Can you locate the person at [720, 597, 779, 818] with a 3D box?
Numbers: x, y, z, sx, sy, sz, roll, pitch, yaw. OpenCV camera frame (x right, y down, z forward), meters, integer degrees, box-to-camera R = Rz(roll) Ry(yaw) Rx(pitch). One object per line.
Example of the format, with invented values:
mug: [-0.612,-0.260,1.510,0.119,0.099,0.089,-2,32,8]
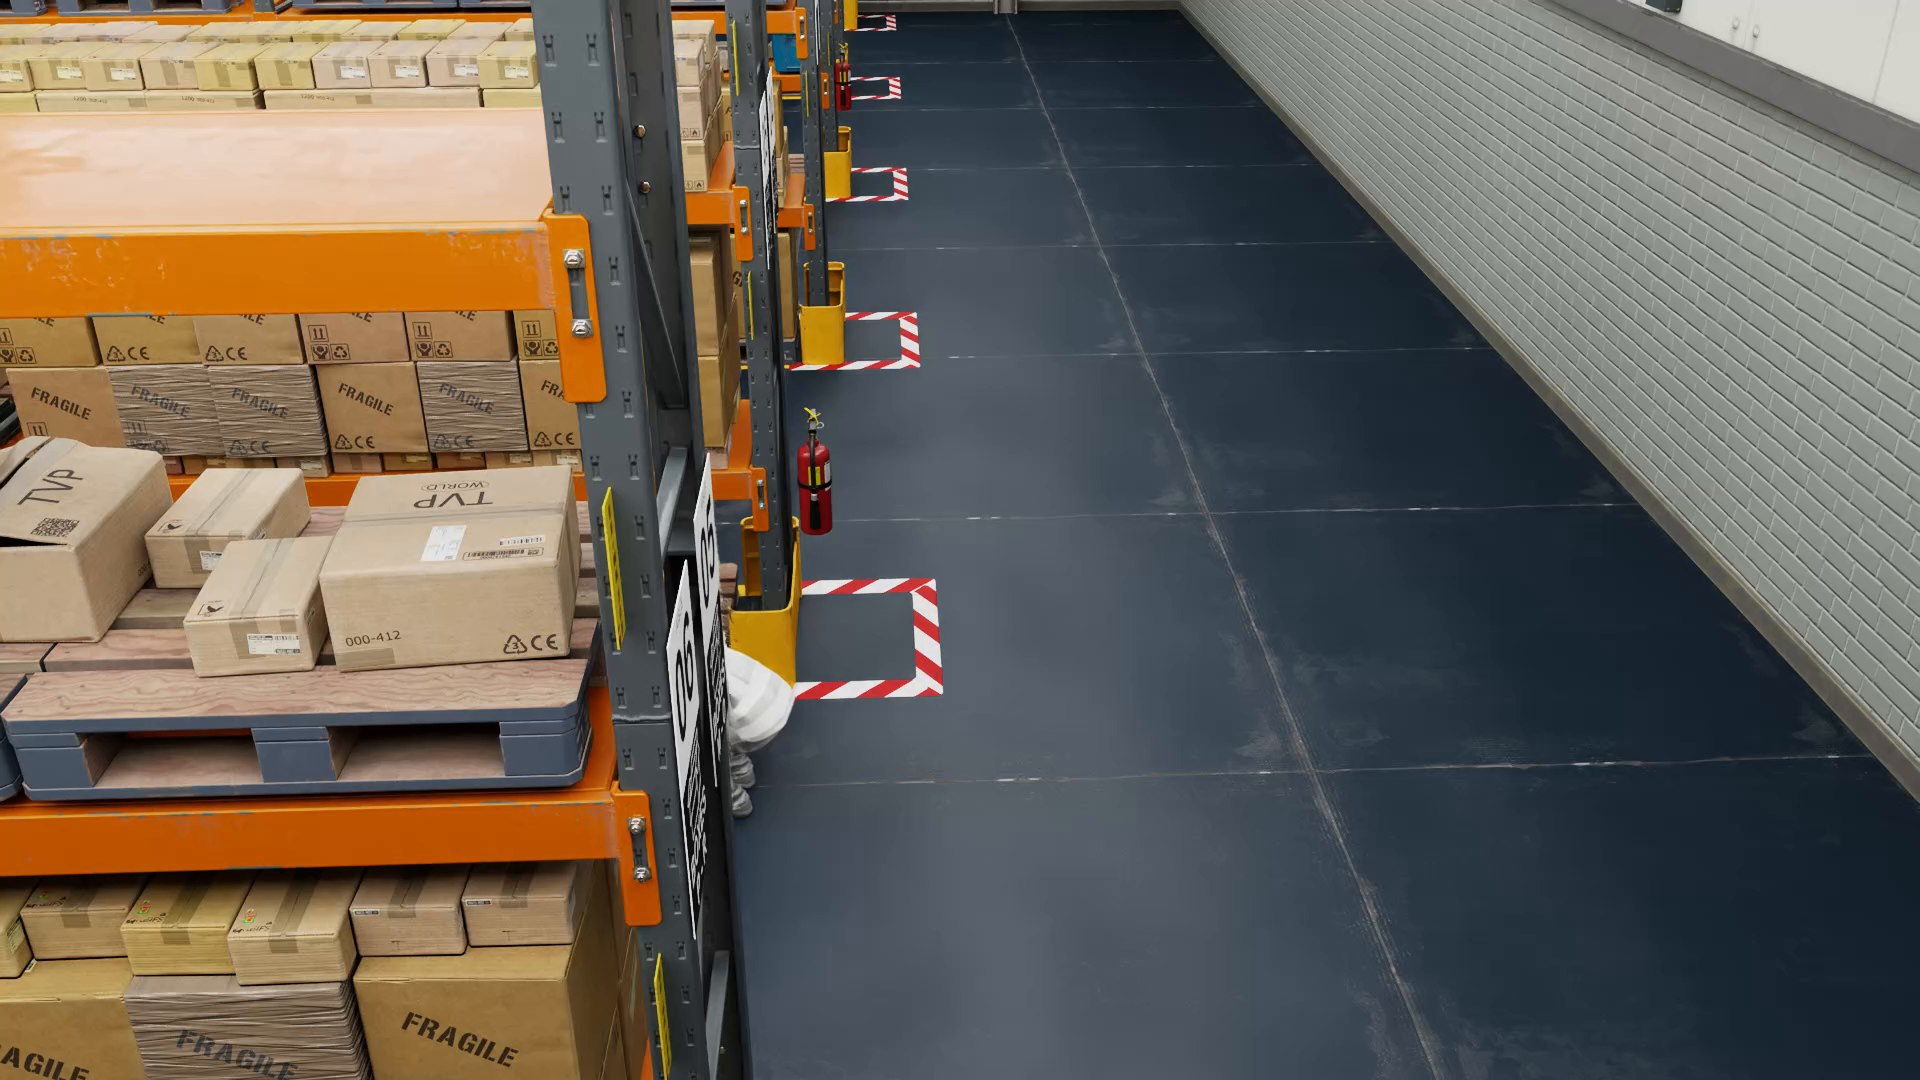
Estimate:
person: [-1.374,0.799,8.153,0.991,1.096,0.498,2,27,5]
